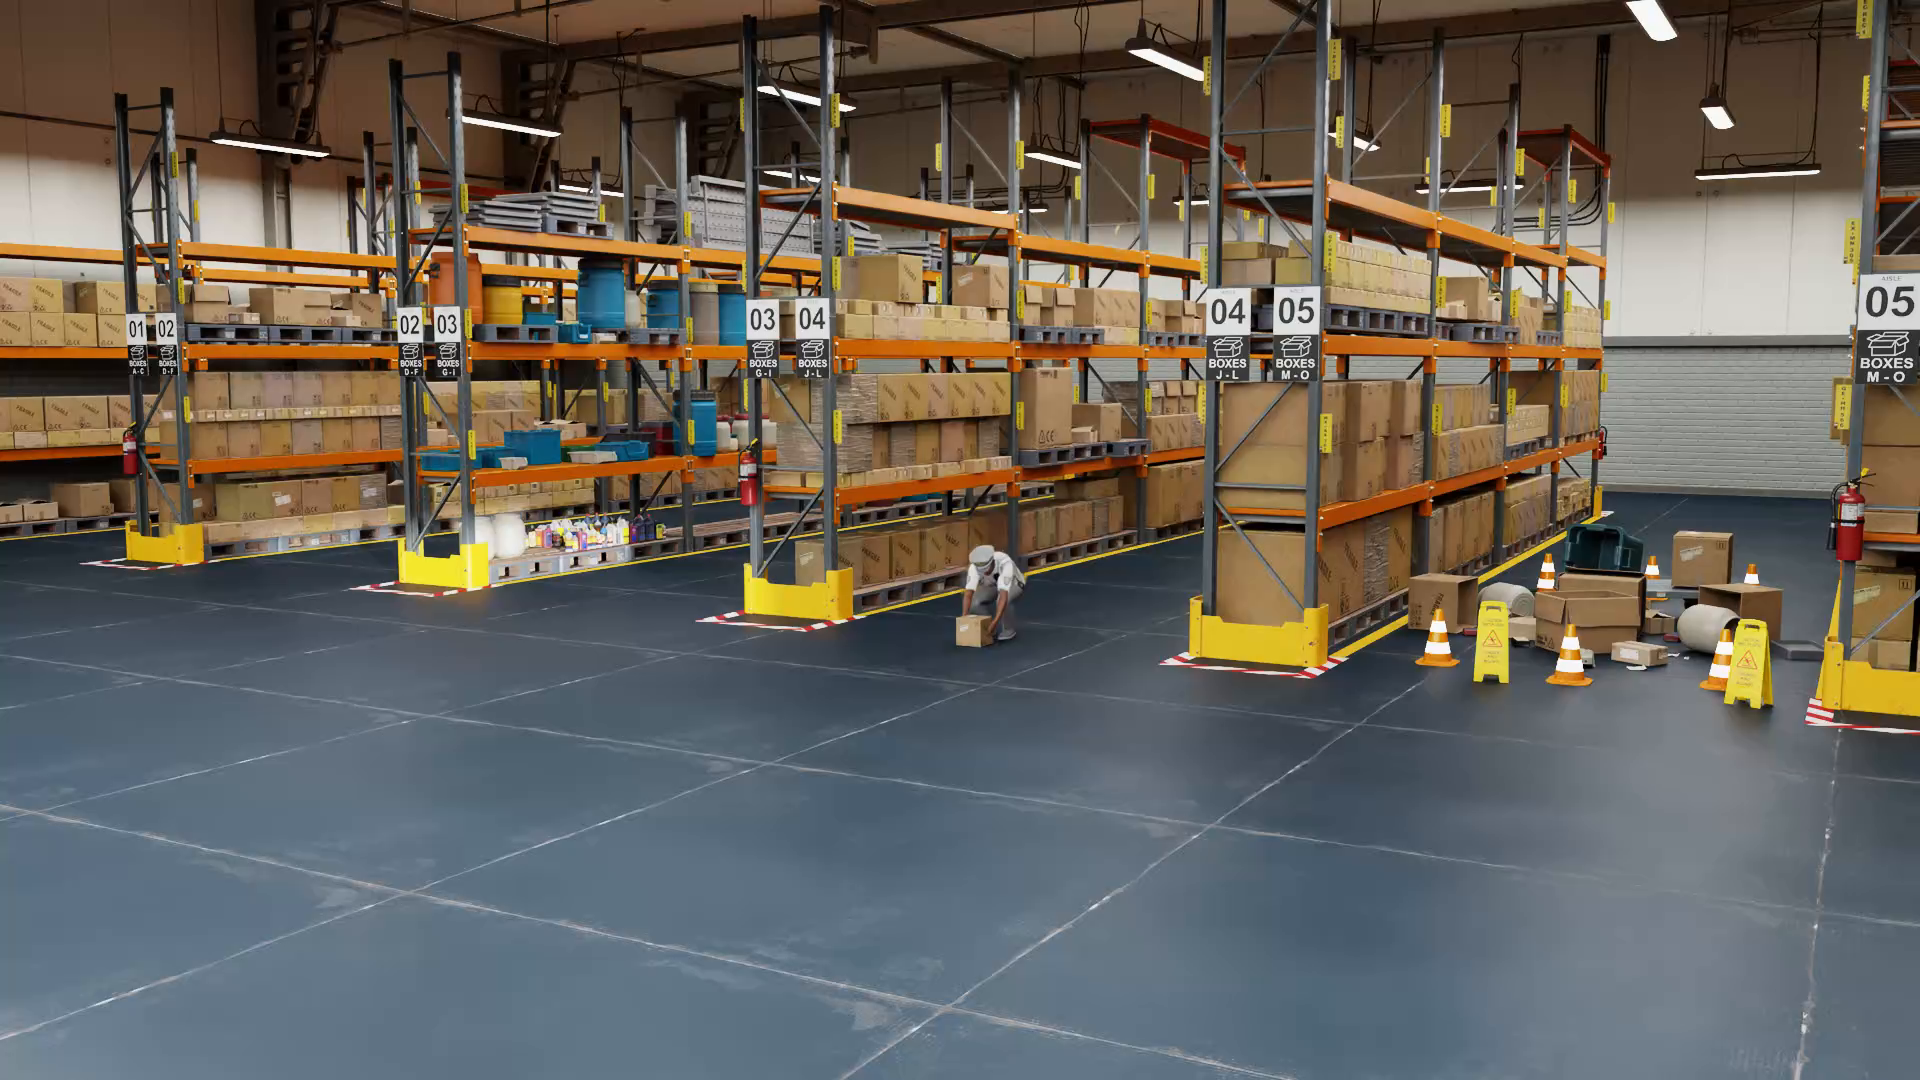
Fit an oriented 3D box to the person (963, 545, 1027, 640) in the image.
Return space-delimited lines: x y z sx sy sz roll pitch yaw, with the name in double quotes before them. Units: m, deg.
"person" 0.312 0.475 15.480 0.481 0.914 0.864 3 7 28
